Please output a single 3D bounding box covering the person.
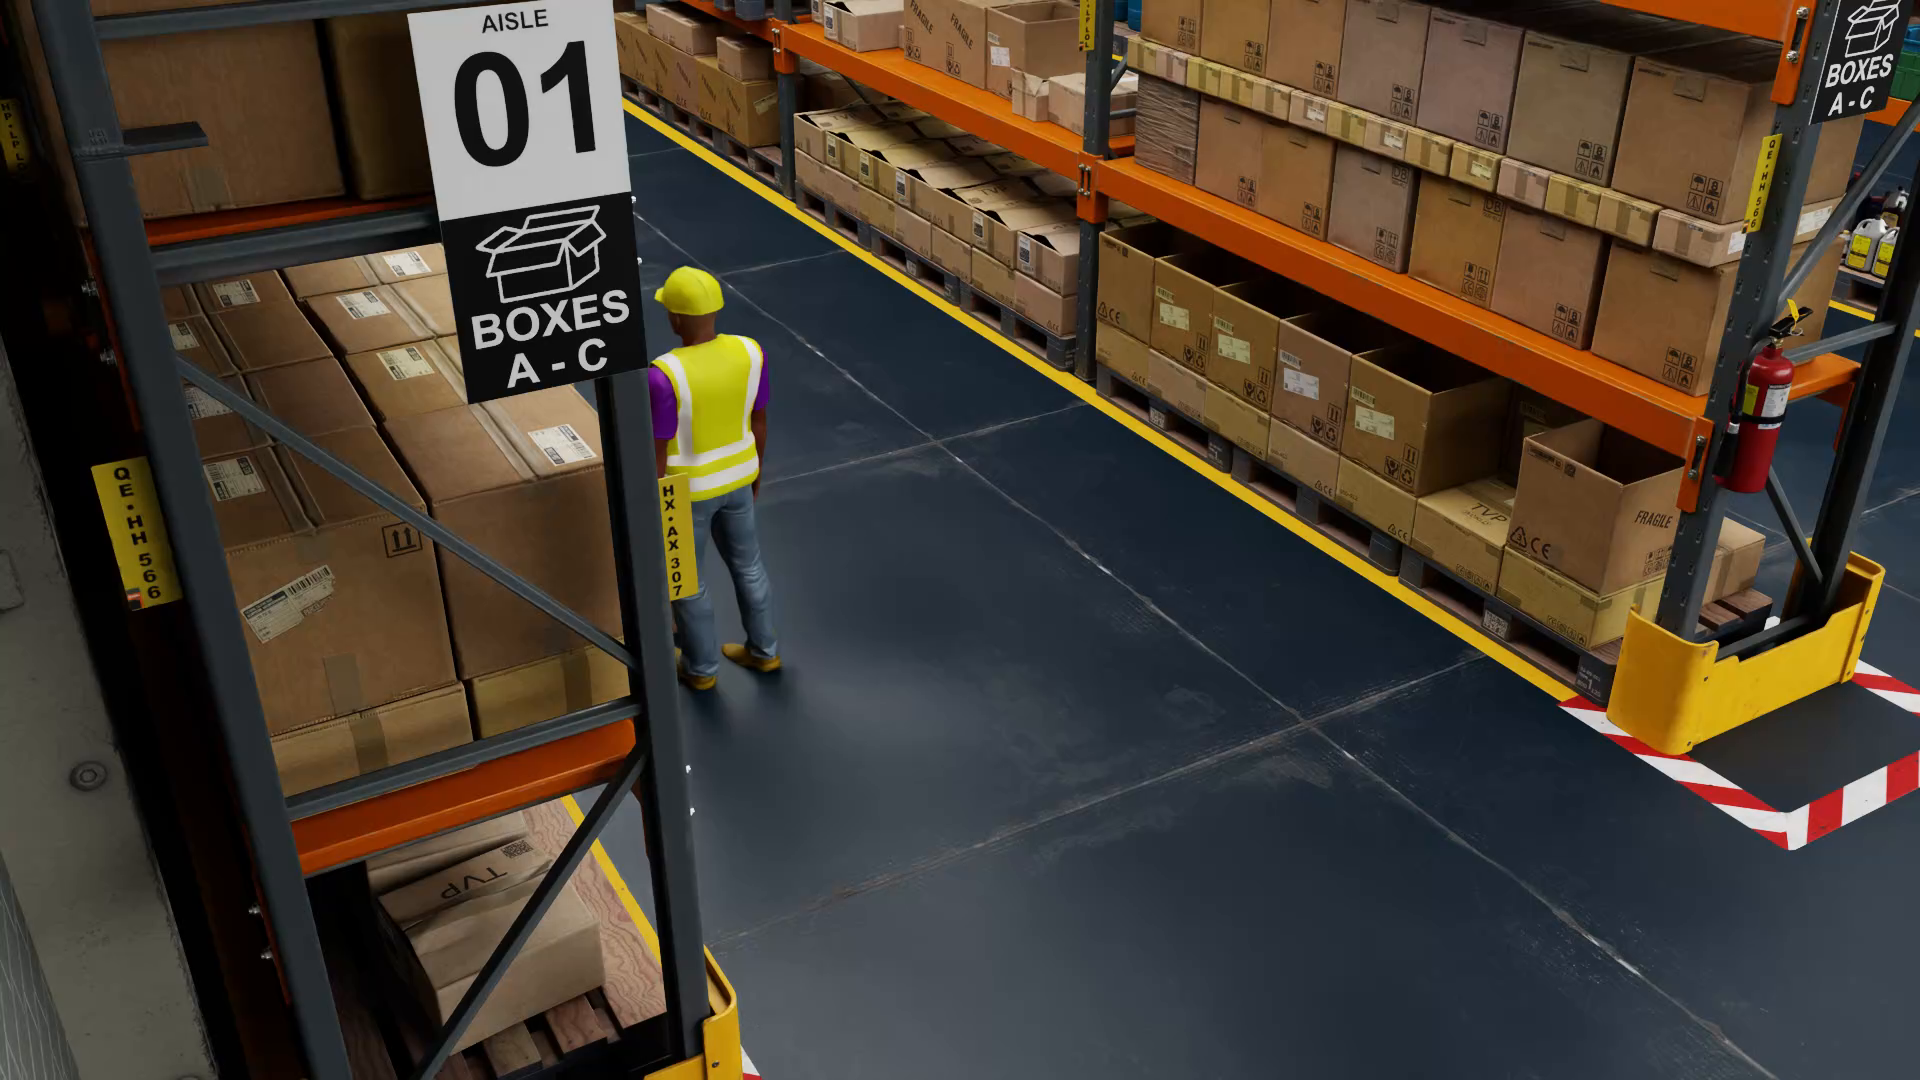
[{"bbox_3d":[-1.012,-0.223,6.532,0.565,1.785,0.396,-23,36,-35],"label":"person"}]
